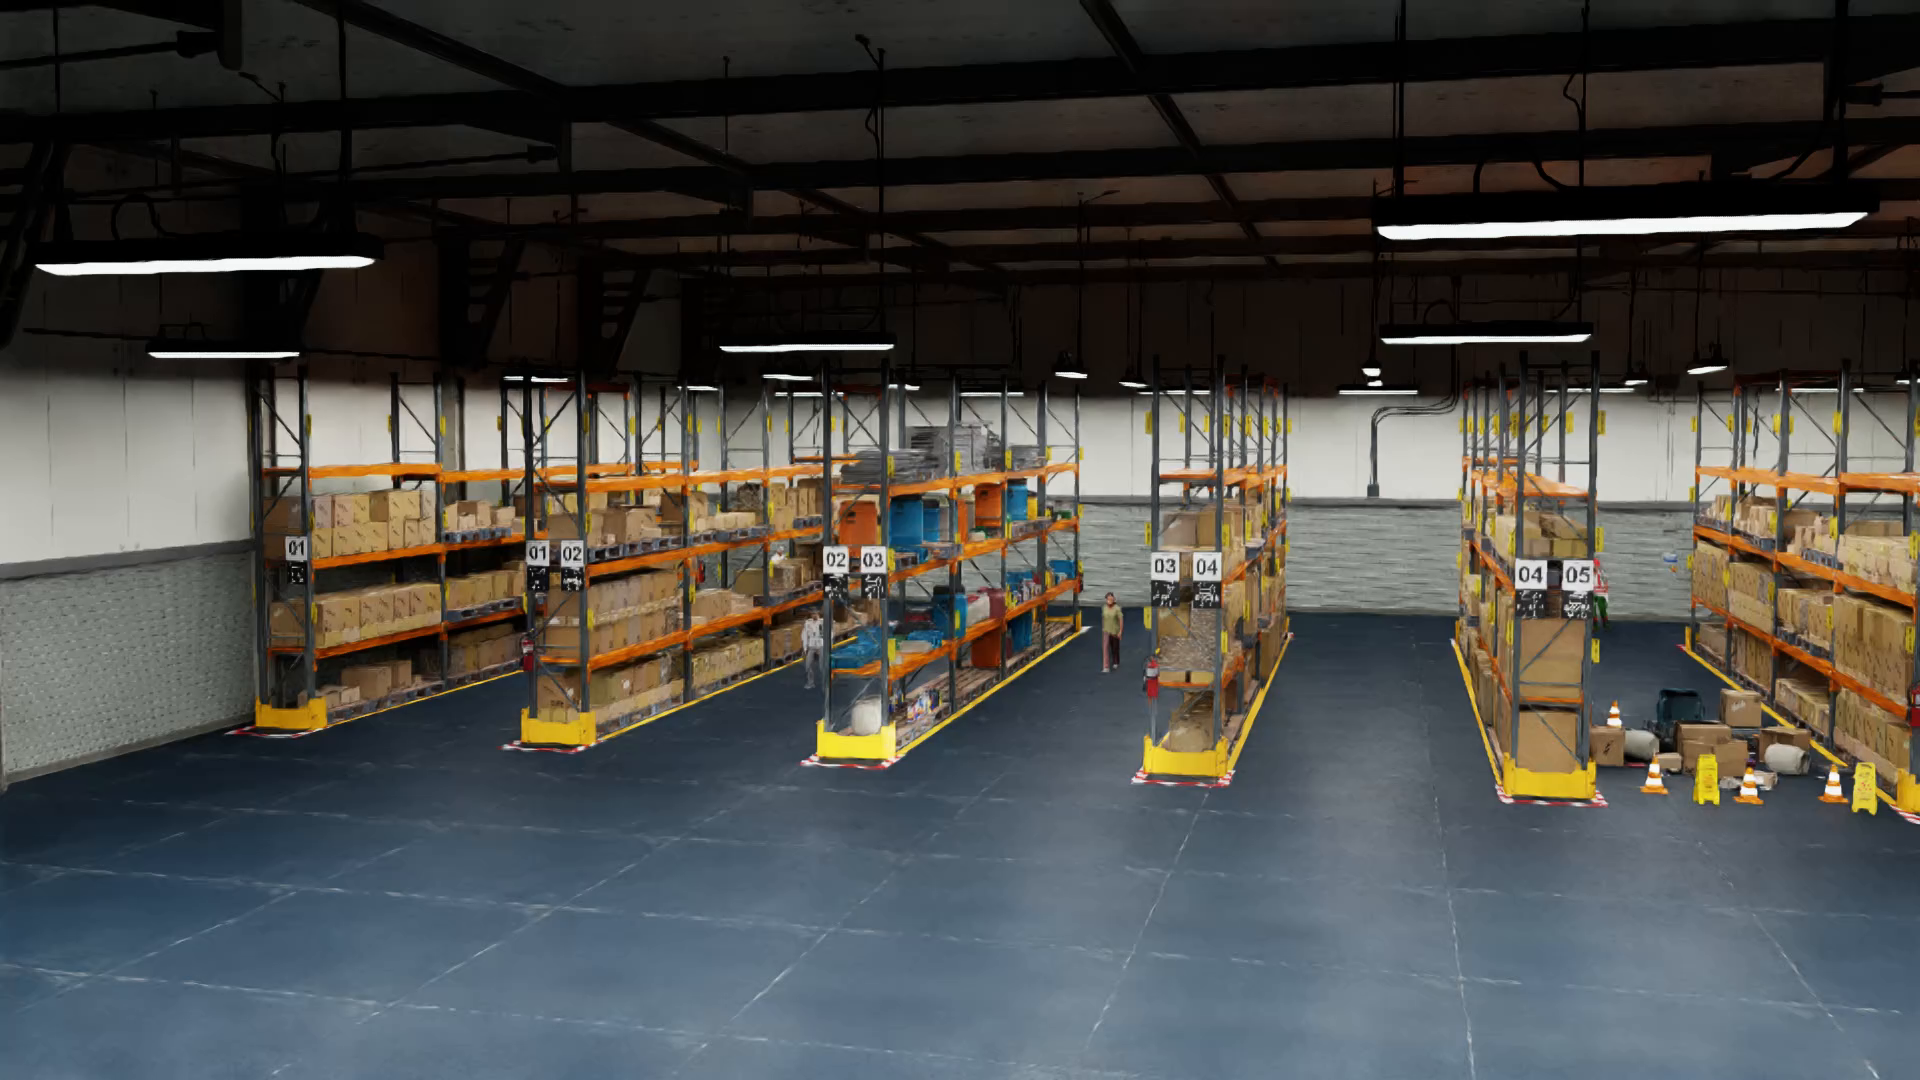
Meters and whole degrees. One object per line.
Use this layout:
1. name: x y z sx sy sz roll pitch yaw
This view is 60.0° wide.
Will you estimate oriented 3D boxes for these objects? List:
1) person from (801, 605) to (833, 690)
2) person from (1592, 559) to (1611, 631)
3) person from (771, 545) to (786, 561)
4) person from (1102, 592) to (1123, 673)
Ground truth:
1. person: -2.700 2.027 31.443 0.639 1.632 0.506 1 4 13
2. person: 15.540 1.333 40.450 0.571 1.774 0.580 -3 5 -40
3. person: -5.151 0.968 46.535 0.670 1.656 0.536 -2 4 -26
4. person: 3.090 1.862 33.793 0.457 1.612 1.019 1 4 13
